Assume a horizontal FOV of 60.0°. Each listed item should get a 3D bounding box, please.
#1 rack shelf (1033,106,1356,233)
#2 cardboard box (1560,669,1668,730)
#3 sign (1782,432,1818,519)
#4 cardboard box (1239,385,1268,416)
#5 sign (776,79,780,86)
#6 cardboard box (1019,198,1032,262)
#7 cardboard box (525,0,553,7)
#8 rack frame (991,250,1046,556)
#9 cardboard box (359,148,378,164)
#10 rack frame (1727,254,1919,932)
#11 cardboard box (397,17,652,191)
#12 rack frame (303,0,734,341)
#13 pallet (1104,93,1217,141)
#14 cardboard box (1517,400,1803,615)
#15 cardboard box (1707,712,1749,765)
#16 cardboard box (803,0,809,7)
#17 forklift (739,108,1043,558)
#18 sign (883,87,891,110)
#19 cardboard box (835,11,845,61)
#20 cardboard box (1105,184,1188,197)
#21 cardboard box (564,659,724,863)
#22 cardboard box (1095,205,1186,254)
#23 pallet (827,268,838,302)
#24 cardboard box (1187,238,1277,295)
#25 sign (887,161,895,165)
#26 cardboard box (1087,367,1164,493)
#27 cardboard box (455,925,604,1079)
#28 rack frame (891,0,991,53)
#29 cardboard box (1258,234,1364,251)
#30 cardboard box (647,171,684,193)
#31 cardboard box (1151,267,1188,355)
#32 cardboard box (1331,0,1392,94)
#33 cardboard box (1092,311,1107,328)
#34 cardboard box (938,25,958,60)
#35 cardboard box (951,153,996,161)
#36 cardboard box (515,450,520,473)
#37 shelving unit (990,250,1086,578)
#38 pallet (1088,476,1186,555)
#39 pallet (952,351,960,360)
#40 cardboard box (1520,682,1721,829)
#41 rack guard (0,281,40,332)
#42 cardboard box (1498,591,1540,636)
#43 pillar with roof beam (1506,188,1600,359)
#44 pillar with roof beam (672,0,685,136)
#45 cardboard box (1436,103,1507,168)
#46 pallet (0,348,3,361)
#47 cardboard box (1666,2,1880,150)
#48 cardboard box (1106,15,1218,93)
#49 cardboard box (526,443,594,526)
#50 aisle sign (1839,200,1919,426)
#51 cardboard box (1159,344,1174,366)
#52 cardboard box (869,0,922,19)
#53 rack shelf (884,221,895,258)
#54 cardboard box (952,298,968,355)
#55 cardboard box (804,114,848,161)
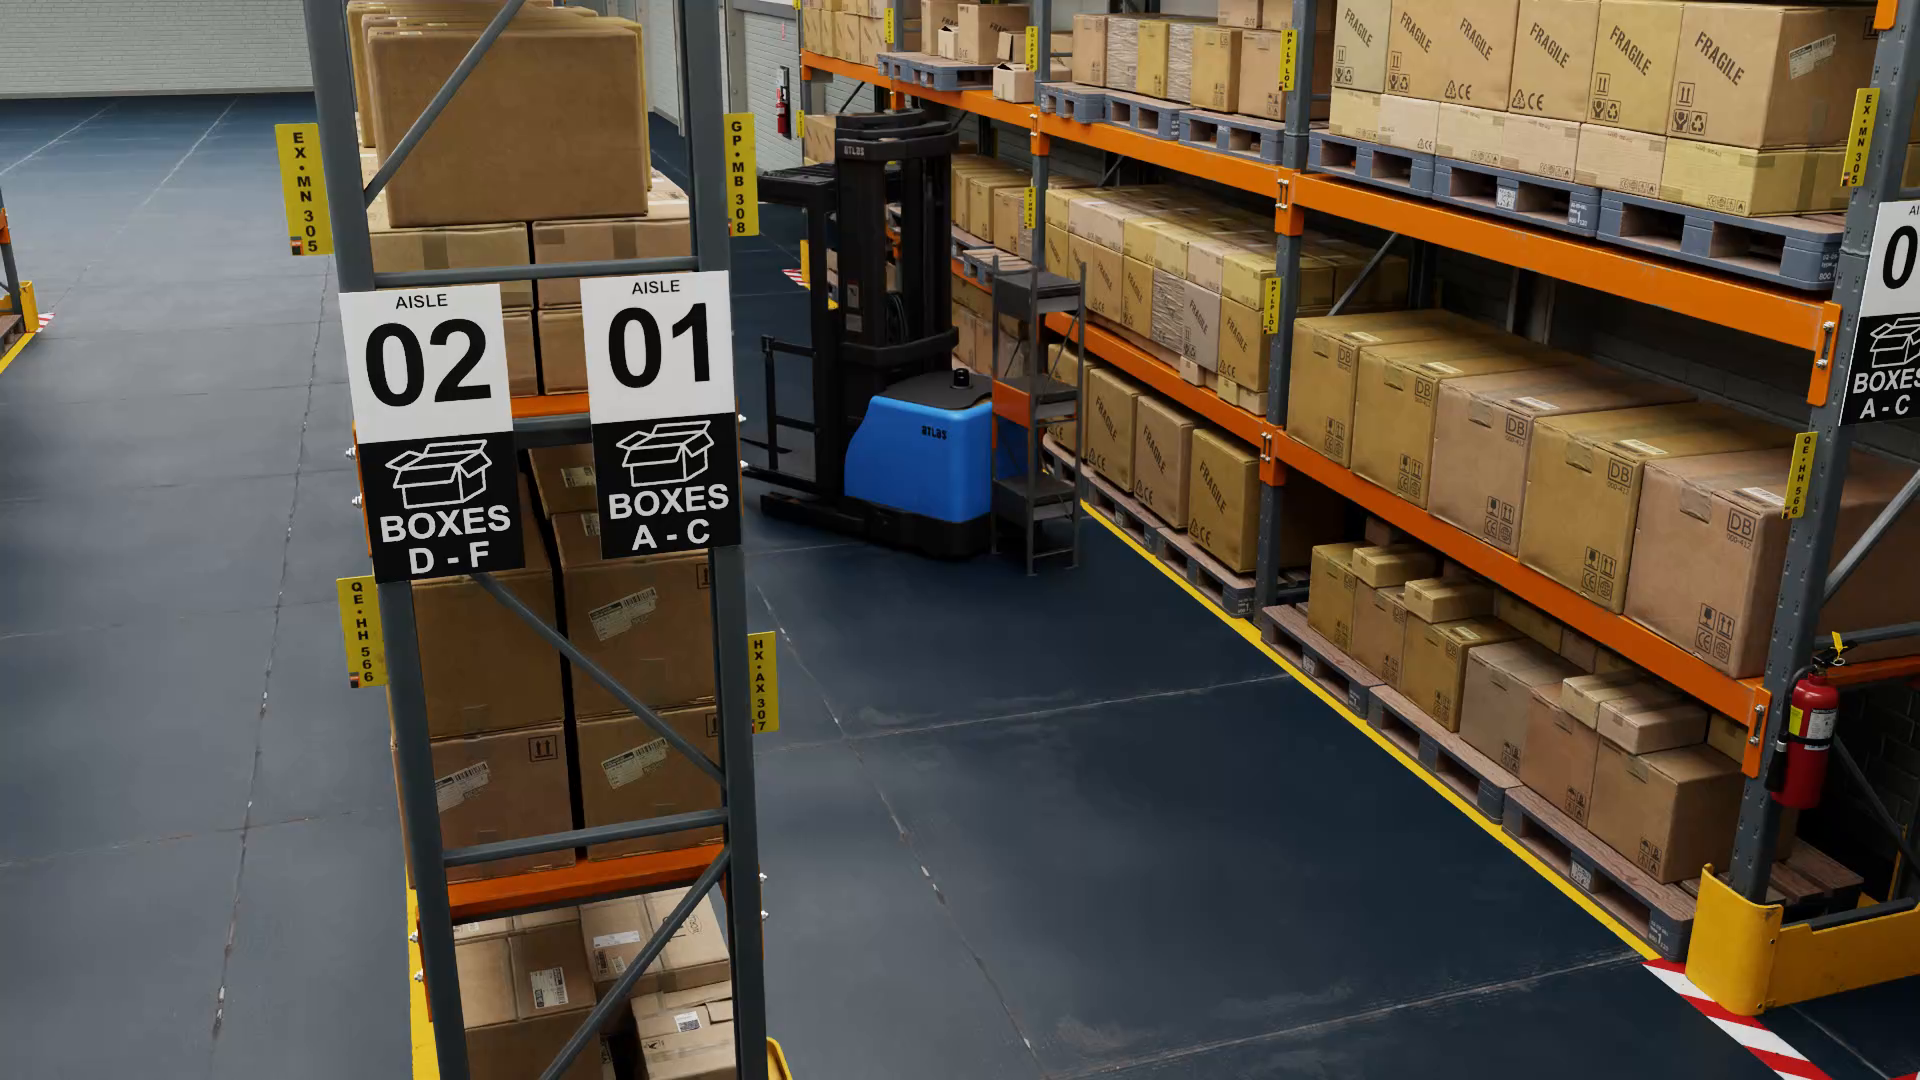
[{"bbox_3d":[1.701,-2.630,11.428,1.077,0.370,4.000,-6,21,-17],"label":"rack shelf"},{"bbox_3d":[2.978,0.724,7.579,0.380,0.149,0.250,-6,21,-16],"label":"cardboard box"},{"bbox_3d":[3.068,-0.234,6.069,0.100,0.325,0.005,-6,21,-17],"label":"sign"},{"bbox_3d":[1.955,-0.884,10.284,0.380,0.149,0.250,-6,21,-17],"label":"cardboard box"},{"bbox_3d":[-3.110,-7.808,28.380,0.001,0.109,0.331,-6,21,-17],"label":"sign"},{"bbox_3d":[0.916,-2.602,13.926,0.700,0.500,0.500,-9,22,-24],"label":"cardboard box"},{"bbox_3d":[-2.182,-2.165,7.441,0.700,0.500,0.500,-6,21,-17],"label":"cardboard box"},{"bbox_3d":[0.393,-0.911,11.347,0.400,2.100,0.015,-11,22,-27],"label":"rack frame"},{"bbox_3d":[-1.992,-1.299,6.140,0.500,0.250,0.500,-6,21,-17],"label":"cardboard box"},{"bbox_3d":[3.587,0.369,6.452,1.000,3.000,0.127,-6,21,-17],"label":"rack frame"},{"bbox_3d":[-1.368,-1.366,5.217,0.700,0.500,0.500,-6,21,-17],"label":"cardboard box"},{"bbox_3d":[-1.114,-1.927,3.970,1.000,3.000,0.127,-6,21,-17],"label":"rack frame"},{"bbox_3d":[1.680,-2.962,11.567,1.003,0.211,1.213,-5,20,-15],"label":"pallet"},{"bbox_3d":[3.178,-0.167,7.501,0.980,0.700,0.700,-7,21,-18],"label":"cardboard box"},{"bbox_3d":[3.502,0.847,7.238,0.380,0.149,0.250,-6,21,-17],"label":"cardboard box"},{"bbox_3d":[-1.551,-6.555,19.635,0.500,0.500,0.500,-8,21,-21],"label":"cardboard box"},{"bbox_3d":[-0.866,-1.643,12.155,3.031,2.935,1.130,15,25,36],"label":"forklift"},{"bbox_3d":[-0.908,-5.512,20.644,0.100,0.325,0.005,-6,21,-17],"label":"sign"},{"bbox_3d":[-1.083,-5.588,18.422,0.500,0.500,0.500,-5,20,-14],"label":"cardboard box"},{"bbox_3d":[1.462,-2.630,13.074,0.500,0.250,0.500,-6,21,-16],"label":"cardboard box"},{"bbox_3d":[-1.003,0.679,5.441,0.500,0.500,0.500,-6,21,-16],"label":"cardboard box"},{"bbox_3d":[1.301,-2.242,11.995,0.500,0.250,0.500,-6,21,-17],"label":"cardboard box"},{"bbox_3d":[-1.196,-3.165,20.415,1.003,0.211,1.213,-6,21,-17],"label":"pallet"},{"bbox_3d":[1.789,-1.752,10.630,0.500,0.250,0.500,-6,21,-16],"label":"cardboard box"},{"bbox_3d":[-0.697,-3.829,16.860,0.100,0.325,0.005,-6,21,-17],"label":"sign"},{"bbox_3d":[1.449,-0.853,12.412,0.750,0.750,0.750,-6,21,-17],"label":"cardboard box"},{"bbox_3d":[-1.519,1.717,5.745,0.500,0.500,0.500,-6,21,-17],"label":"cardboard box"},{"bbox_3d":[-0.184,-6.305,16.160,1.000,3.000,0.127,-6,21,-17],"label":"rack frame"},{"bbox_3d":[2.262,-1.807,10.782,0.500,0.250,0.500,-6,21,-17],"label":"cardboard box"},{"bbox_3d":[-1.179,-1.034,5.402,0.500,0.250,0.500,-6,21,-17],"label":"cardboard box"},{"bbox_3d":[1.626,-1.557,11.198,0.500,0.500,0.500,-6,21,-17],"label":"cardboard box"},{"bbox_3d":[2.288,-2.595,8.610,0.500,0.500,0.500,-7,21,-18],"label":"cardboard box"},{"bbox_3d":[1.227,-1.716,12.598,0.380,0.149,0.250,-7,21,-18],"label":"cardboard box"},{"bbox_3d":[0.105,-4.668,15.548,0.500,0.311,0.500,-6,21,-15],"label":"cardboard box"},{"bbox_3d":[-0.057,-3.569,16.618,0.700,0.500,0.500,-6,21,-17],"label":"cardboard box"},{"bbox_3d":[-1.842,-0.063,6.027,0.500,0.500,0.500,-6,21,-16],"label":"cardboard box"},{"bbox_3d":[0.512,-0.839,11.147,0.431,2.100,0.503,-11,22,-27],"label":"shelving unit"},{"bbox_3d":[1.629,-0.234,12.256,1.003,0.211,1.213,-6,21,-17],"label":"pallet"},{"bbox_3d":[0.062,-1.920,16.950,1.003,0.211,1.213,-6,21,-17],"label":"pallet"},{"bbox_3d":[3.115,0.973,7.847,0.700,0.500,0.500,-6,21,-17],"label":"cardboard box"},{"bbox_3d":[-10.778,-2.517,18.185,1.175,0.500,0.348,-6,21,-17],"label":"rack guard"},{"bbox_3d":[3.022,0.359,8.596,0.380,0.149,0.250,-7,21,-18],"label":"cardboard box"},{"bbox_3d":[-0.716,-3.148,7.369,9.100,9.000,0.400,-6,21,-17],"label":"pillar with roof beam"},{"bbox_3d":[-10.145,-12.775,34.172,9.100,9.000,0.400,-6,21,-17],"label":"pillar with roof beam"},{"bbox_3d":[2.612,-1.922,7.846,0.500,0.250,0.500,-7,21,-19],"label":"cardboard box"},{"bbox_3d":[-10.148,-1.729,16.419,1.003,0.211,1.213,-6,21,-17],"label":"pallet"},{"bbox_3d":[3.098,-1.776,6.329,0.500,0.500,0.500,-6,21,-17],"label":"cardboard box"},{"bbox_3d":[1.496,-3.550,12.127,0.700,0.500,0.500,-8,21,-20],"label":"cardboard box"},{"bbox_3d":[-1.327,-0.120,6.186,0.500,0.500,0.500,-6,21,-16],"label":"cardboard box"},{"bbox_3d":[3.325,-0.800,5.860,0.394,0.787,0.004,-6,21,-17],"label":"aisle sign"},{"bbox_3d":[1.597,-1.297,11.432,0.380,0.149,0.250,-7,21,-19],"label":"cardboard box"},{"bbox_3d":[-0.599,-5.553,16.845,0.500,0.500,0.500,-8,21,-22],"label":"cardboard box"},{"bbox_3d":[-0.813,-3.785,19.082,1.077,0.370,4.000,-6,21,-17],"label":"rack shelf"},{"bbox_3d":[0.273,-2.118,16.422,0.700,0.500,0.500,-7,21,-18],"label":"cardboard box"},{"bbox_3d":[-1.577,-4.872,20.127,0.500,0.500,0.500,-6,21,-17],"label":"cardboard box"}]
